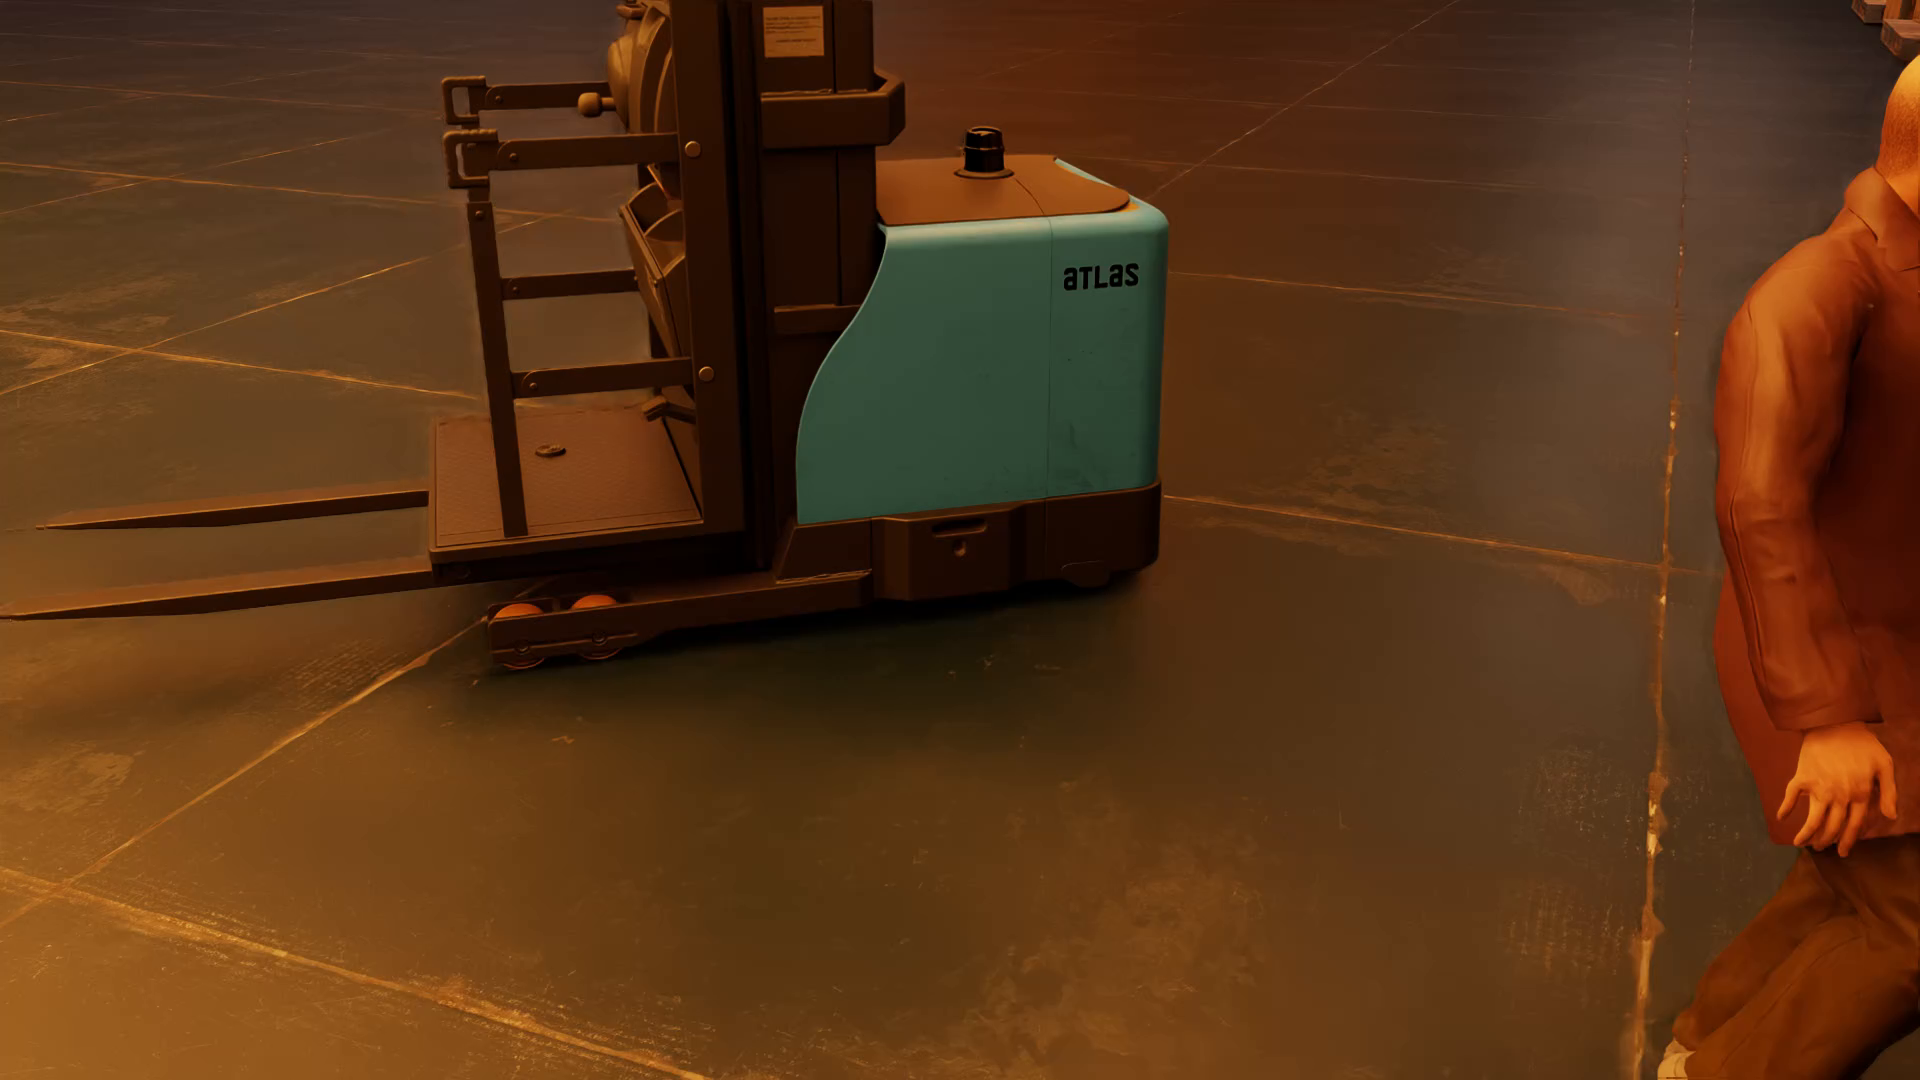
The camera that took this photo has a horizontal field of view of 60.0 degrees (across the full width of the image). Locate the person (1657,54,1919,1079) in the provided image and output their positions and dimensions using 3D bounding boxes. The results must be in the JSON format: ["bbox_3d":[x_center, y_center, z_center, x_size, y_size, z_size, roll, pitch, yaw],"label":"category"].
[{"bbox_3d":[1.356,0.191,2.419,0.917,1.792,0.486,-18,28,-36],"label":"person"}]

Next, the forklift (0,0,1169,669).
[{"bbox_3d":[-1.004,-1.245,4.272,3.031,2.935,1.130,-6,24,-15],"label":"forklift"}]
